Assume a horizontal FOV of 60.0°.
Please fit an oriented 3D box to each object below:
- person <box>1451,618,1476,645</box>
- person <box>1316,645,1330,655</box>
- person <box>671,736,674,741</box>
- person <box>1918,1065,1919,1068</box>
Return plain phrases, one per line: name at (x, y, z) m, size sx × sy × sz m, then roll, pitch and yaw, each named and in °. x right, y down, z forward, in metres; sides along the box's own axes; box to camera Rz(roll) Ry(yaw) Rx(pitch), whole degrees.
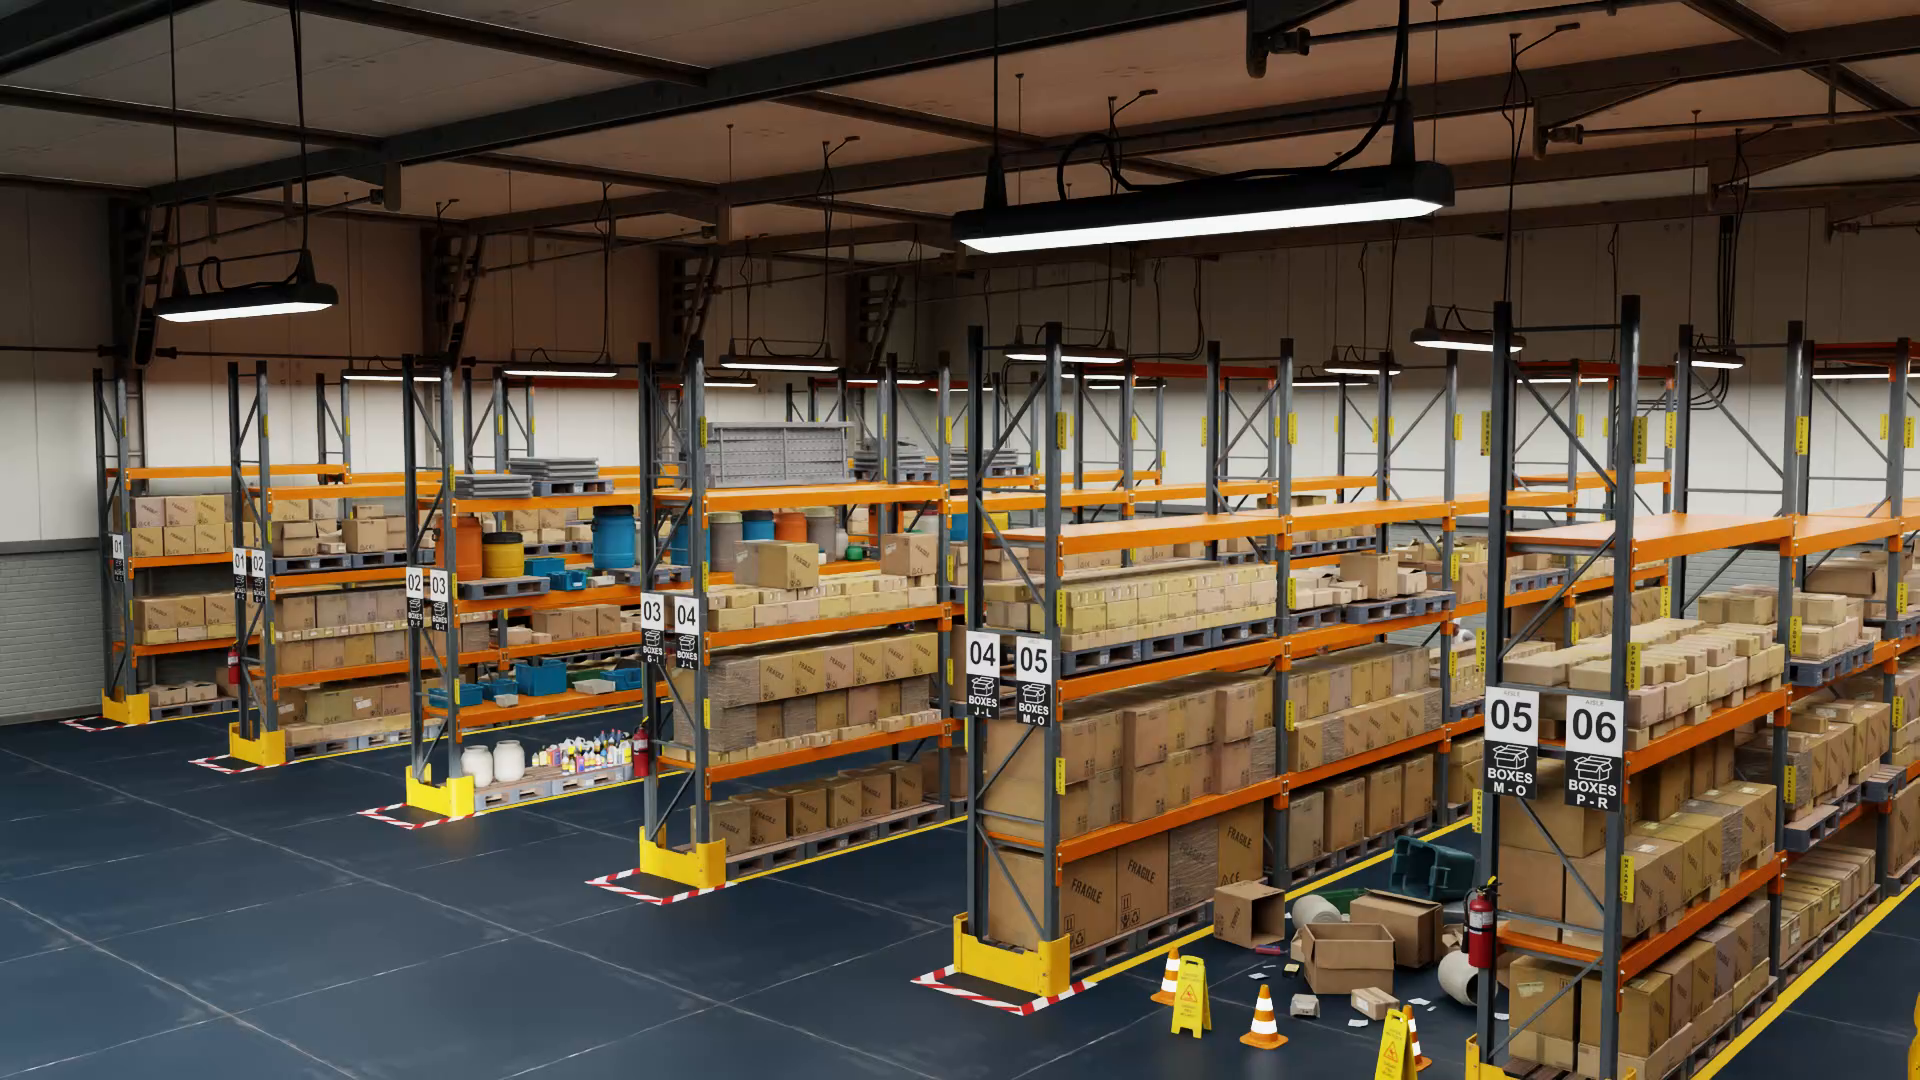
person at (8.858, 2.166, 29.403) m, size 0.649 × 1.682 × 0.727 m, roll -4°, pitch 6°, yaw -41°
person at (5.734, 2.406, 26.369) m, size 0.518 × 1.593 × 1.045 m, roll 4°, pitch 6°, yaw 41°
person at (-4.269, 2.387, 26.234) m, size 0.561 × 1.700 × 0.843 m, roll -2°, pitch 5°, yaw -27°
person at (5.248, 3.618, 8.897) m, size 0.470 × 1.785 × 0.576 m, roll 2°, pitch 4°, yaw 21°
